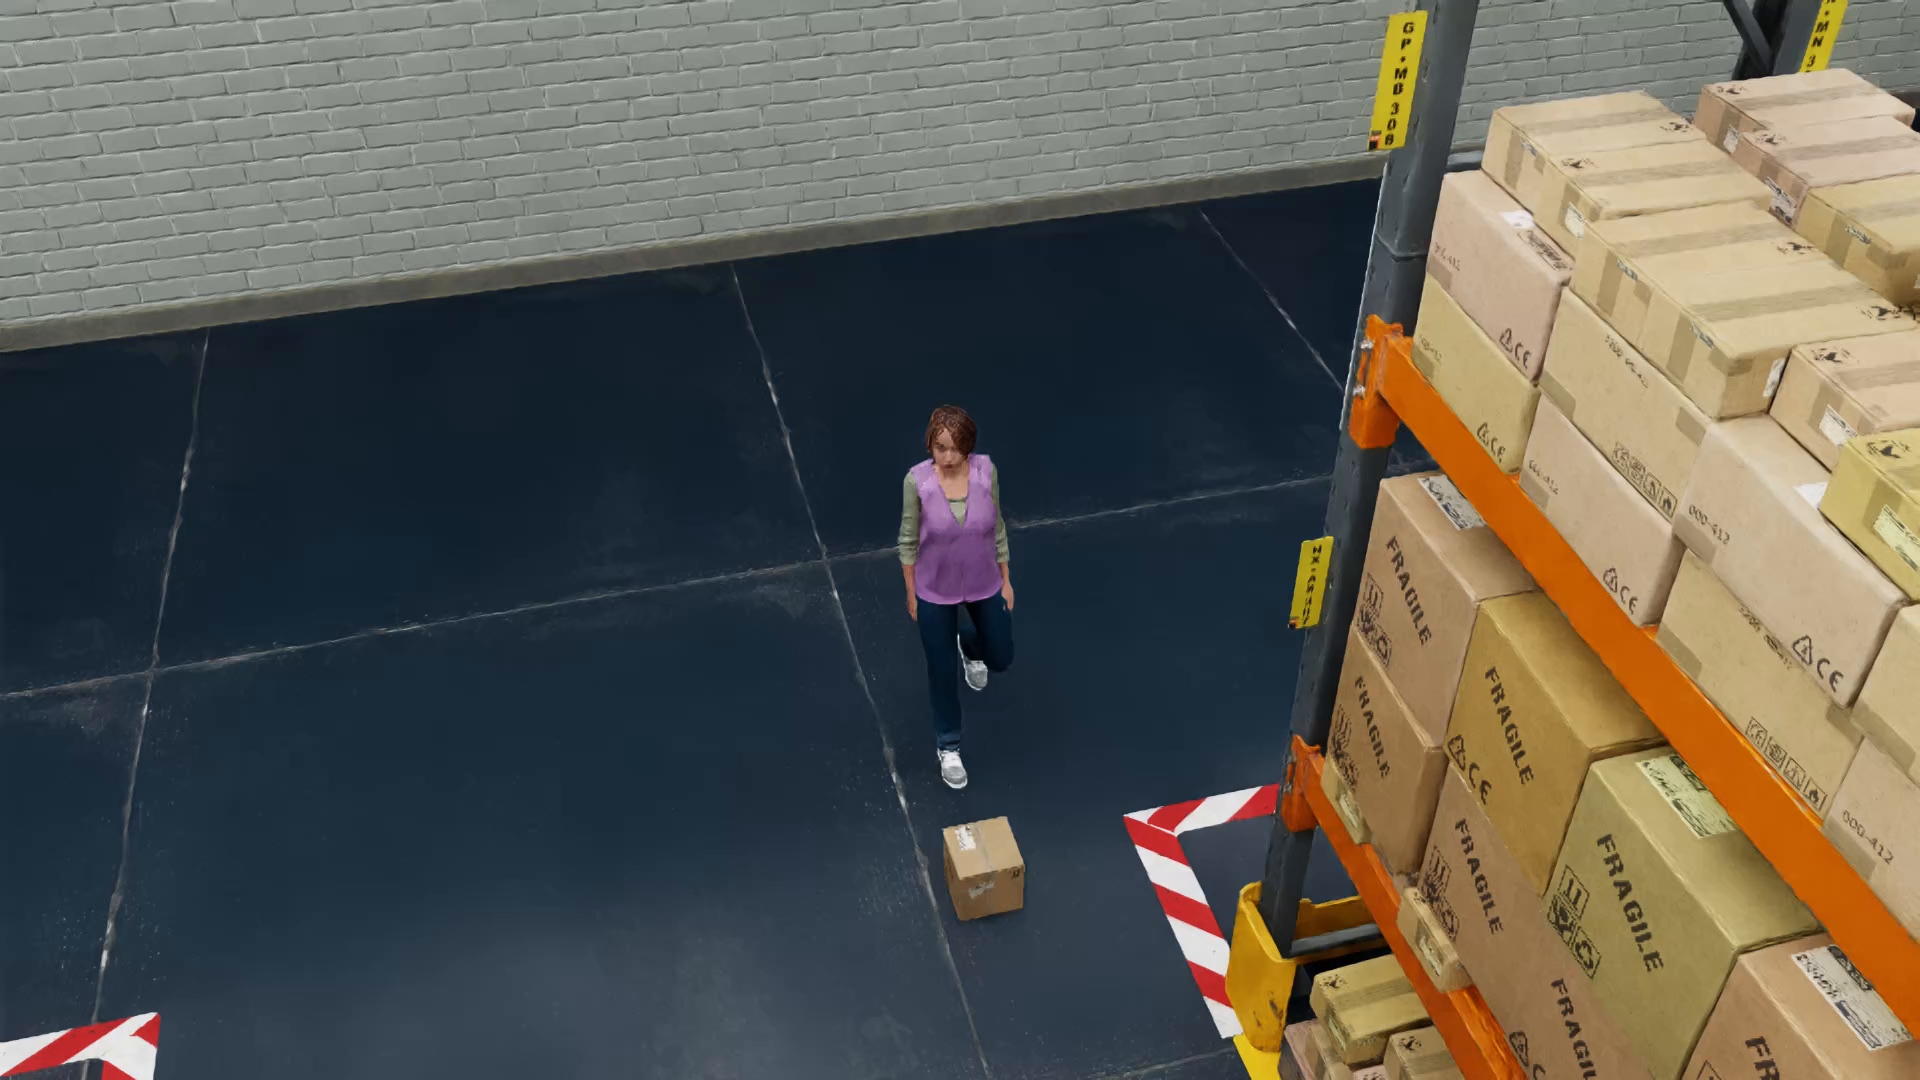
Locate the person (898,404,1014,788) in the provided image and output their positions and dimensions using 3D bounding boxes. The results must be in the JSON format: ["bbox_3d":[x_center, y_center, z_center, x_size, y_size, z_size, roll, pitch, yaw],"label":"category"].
[{"bbox_3d":[-0.007,0.187,6.459,0.438,1.586,0.665,-8,39,-10],"label":"person"}]
